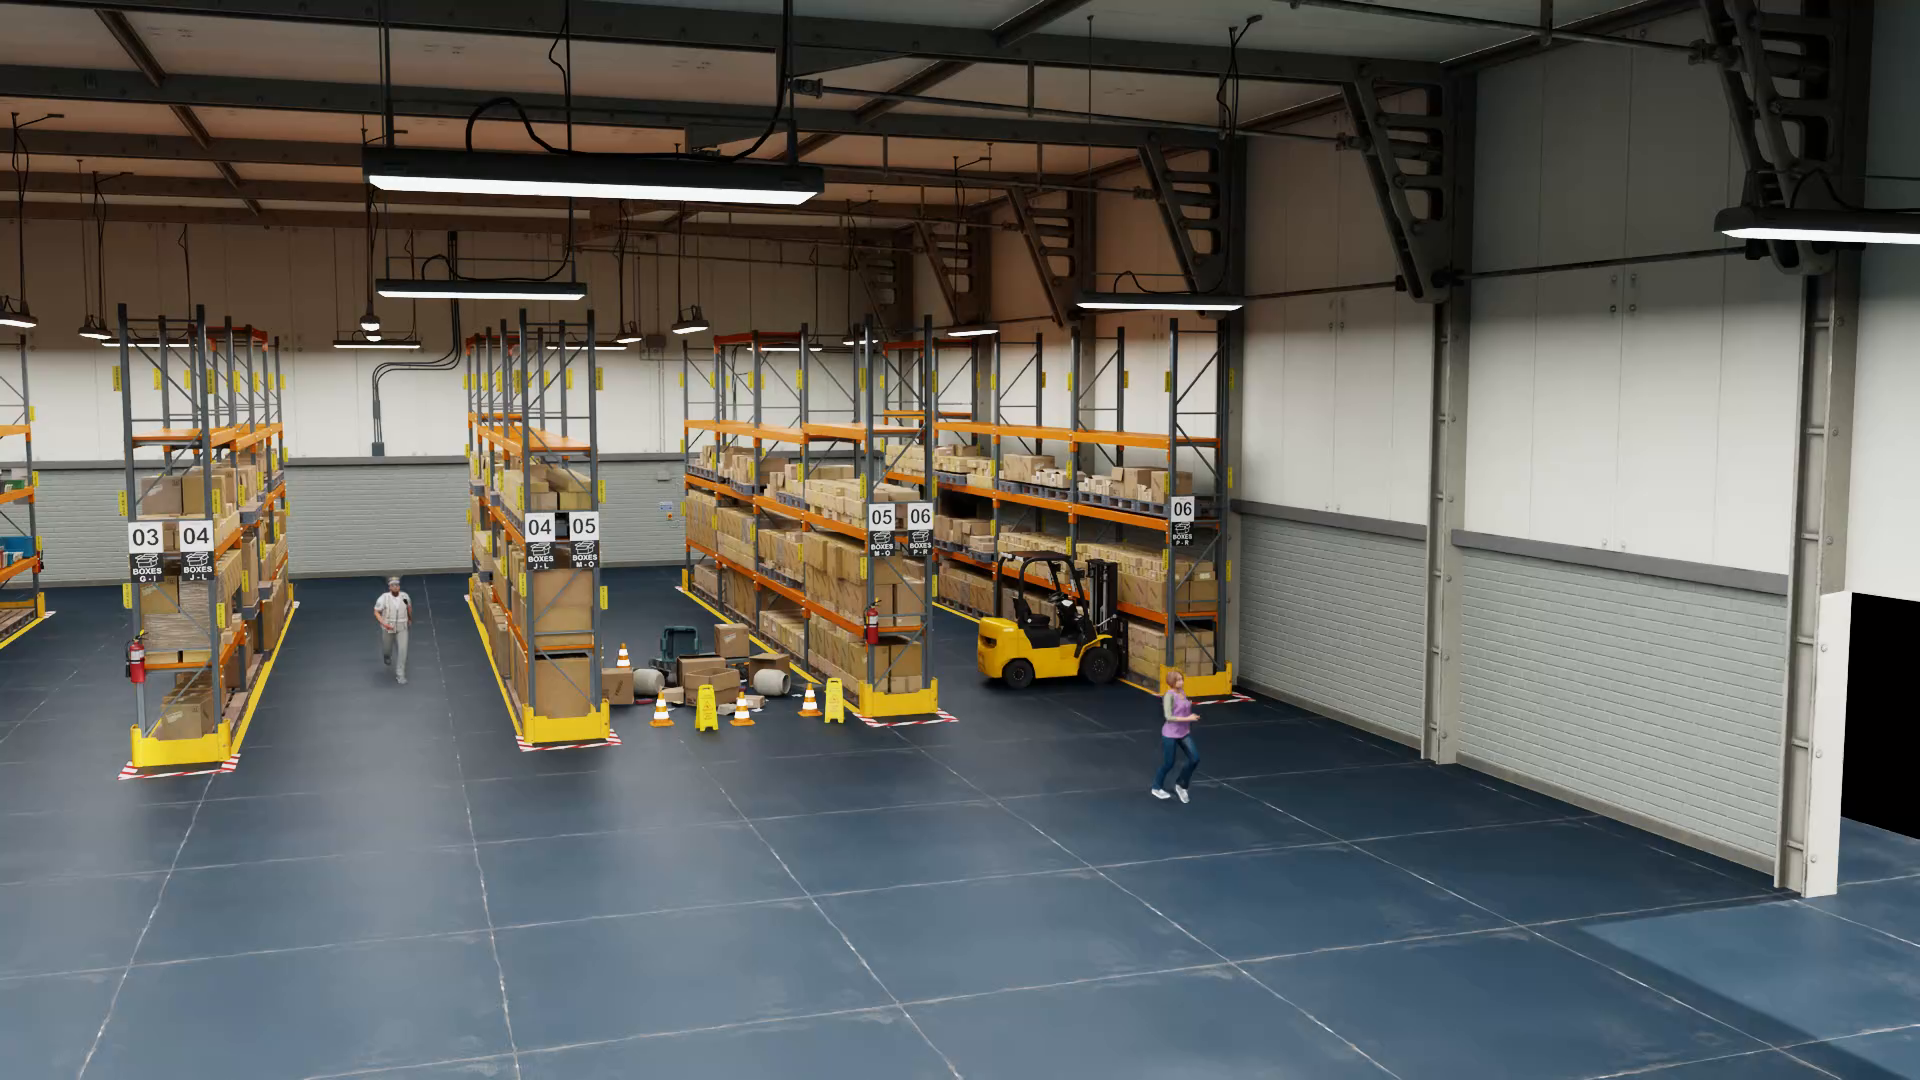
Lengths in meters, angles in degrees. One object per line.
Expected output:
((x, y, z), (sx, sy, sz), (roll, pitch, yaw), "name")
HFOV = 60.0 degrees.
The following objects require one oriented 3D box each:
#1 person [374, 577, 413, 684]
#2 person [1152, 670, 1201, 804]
((-9.537, 1.497, 28.047), (0.642, 1.783, 1.029), (-3, 6, -25), "person")
((2.575, 2.345, 19.725), (0.508, 1.597, 0.672), (-5, 8, -44), "person")
